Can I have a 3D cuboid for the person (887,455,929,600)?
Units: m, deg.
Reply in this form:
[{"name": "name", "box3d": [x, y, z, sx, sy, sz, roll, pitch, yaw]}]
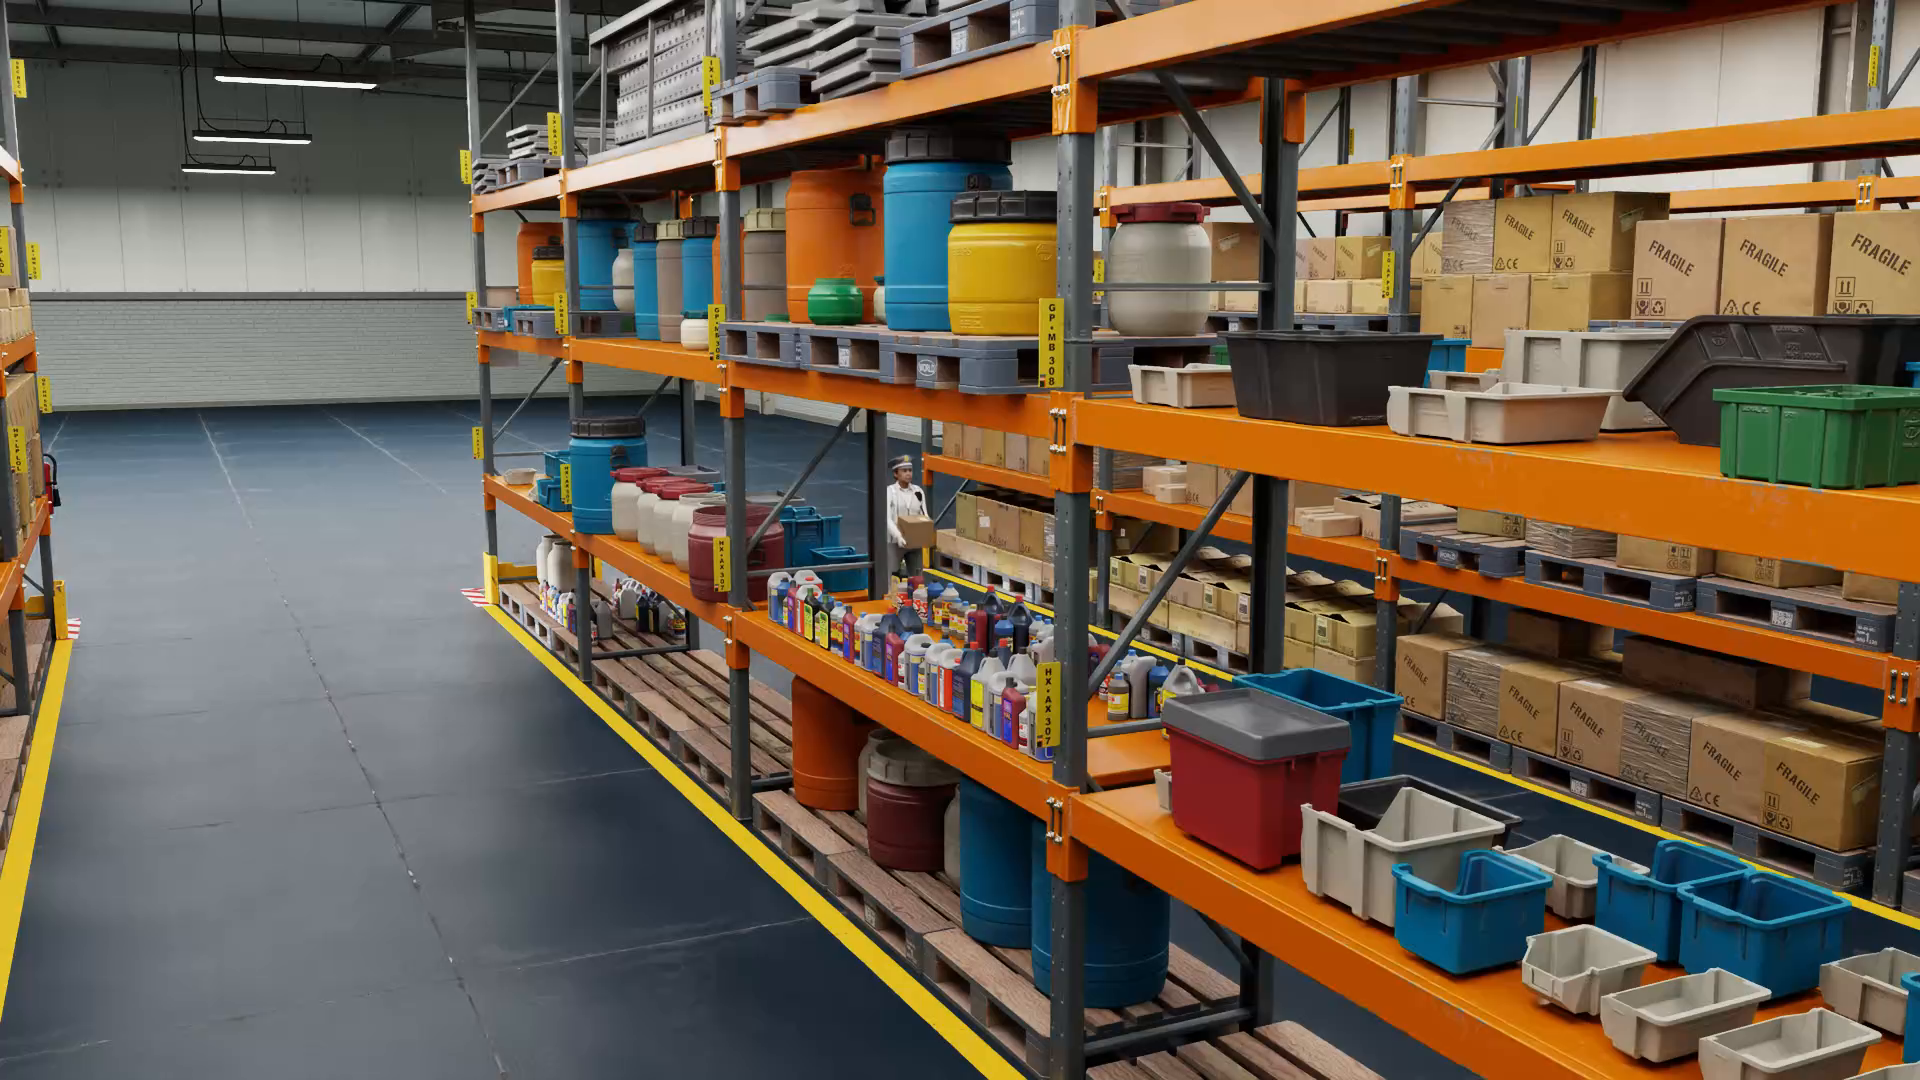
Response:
[{"name": "person", "box3d": [-0.490, 0.059, 15.369, 0.461, 1.686, 0.563, -4, 10, -26]}]
